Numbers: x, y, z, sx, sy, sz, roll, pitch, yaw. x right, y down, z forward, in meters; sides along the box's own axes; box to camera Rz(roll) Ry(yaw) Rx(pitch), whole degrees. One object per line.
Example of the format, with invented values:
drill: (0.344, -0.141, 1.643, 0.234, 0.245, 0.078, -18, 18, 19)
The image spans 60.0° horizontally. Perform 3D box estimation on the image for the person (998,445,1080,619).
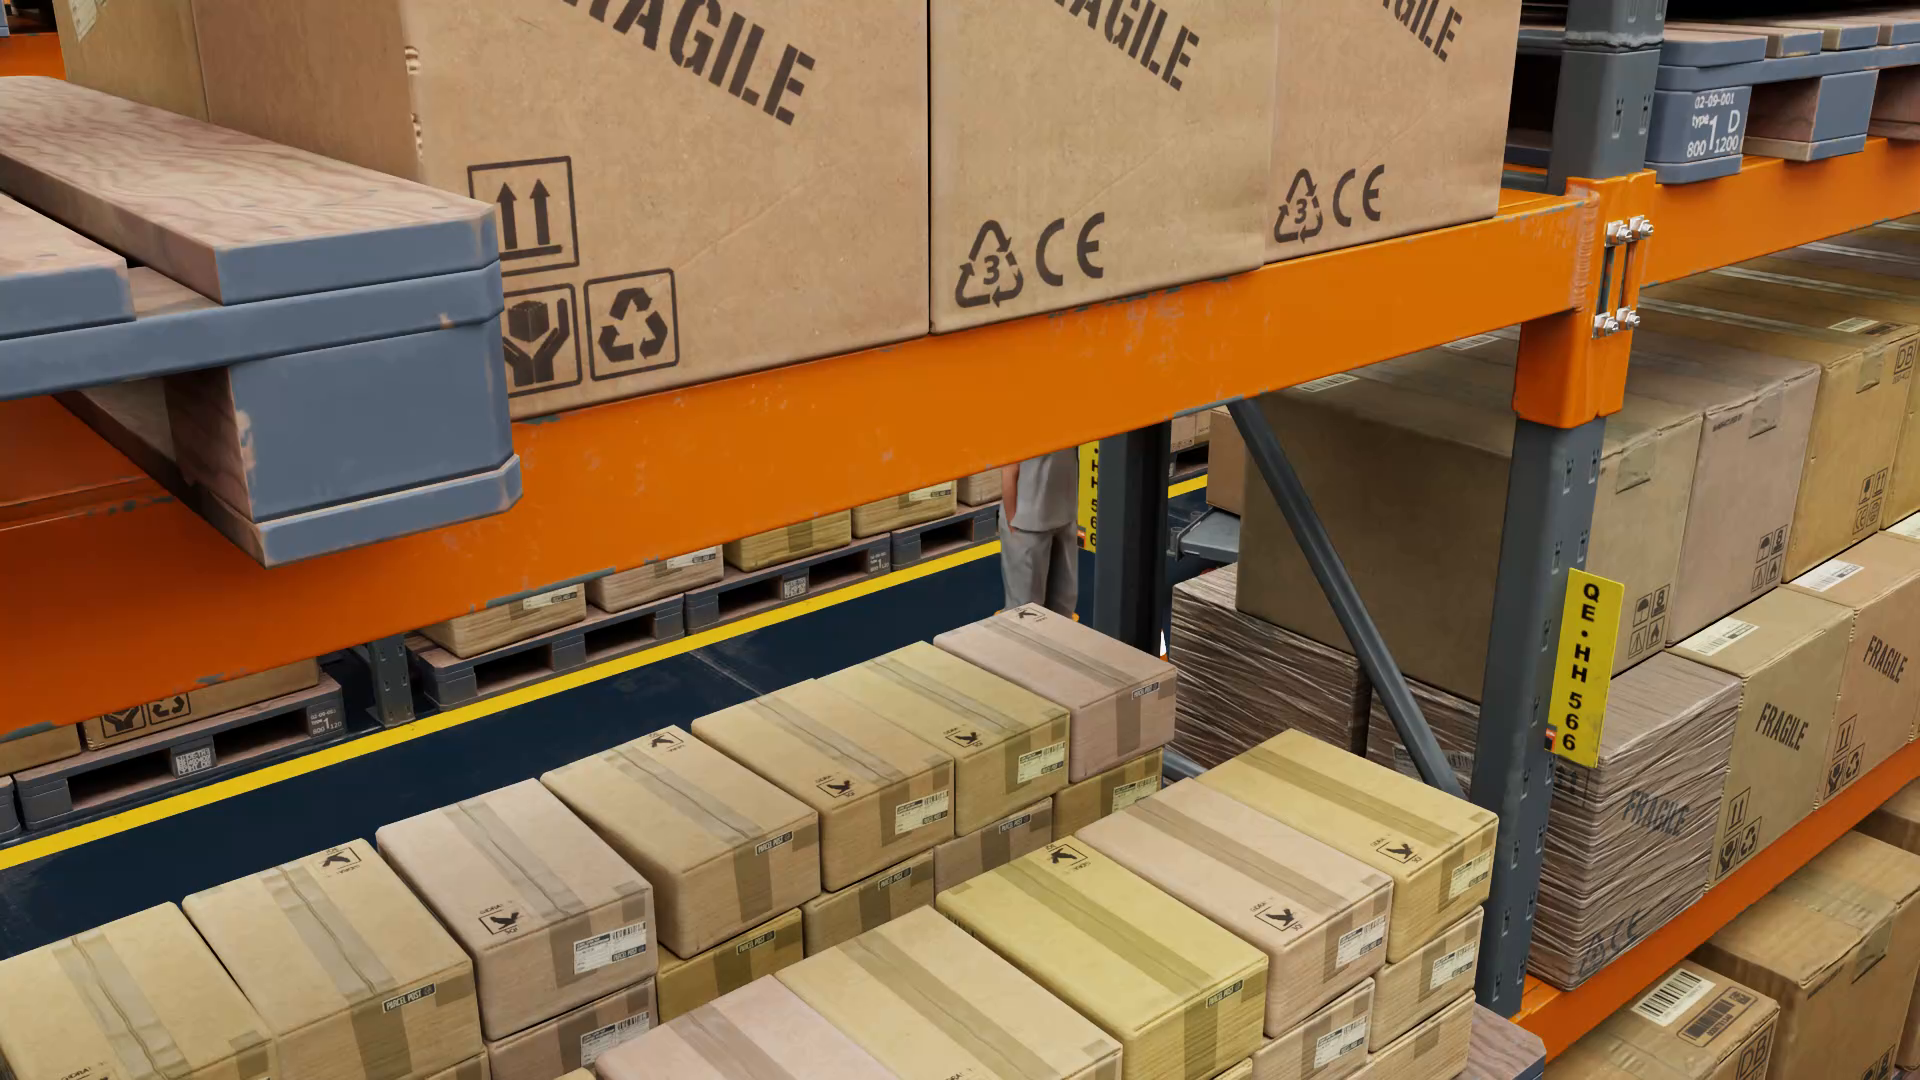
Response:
person: (0.316, -0.078, 6.804, 0.362, 1.674, 0.437, 18, 27, 38)
